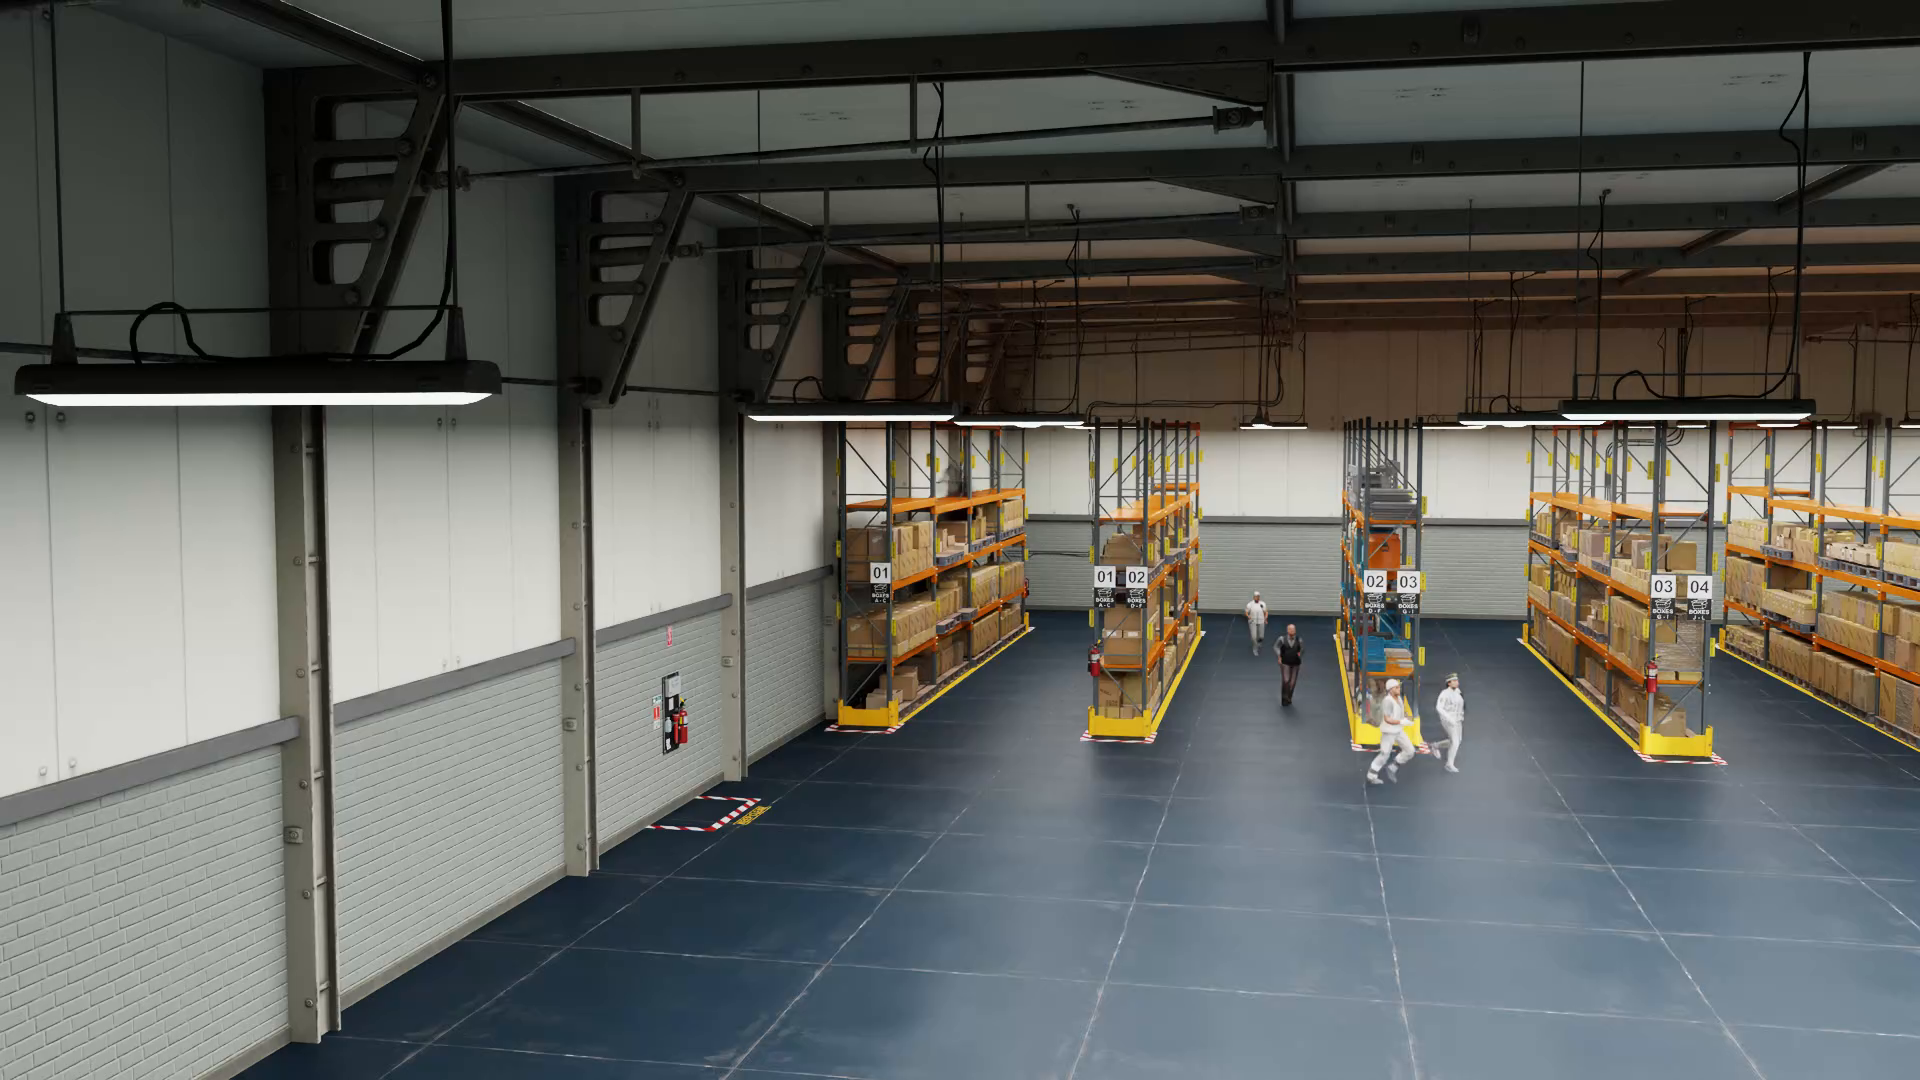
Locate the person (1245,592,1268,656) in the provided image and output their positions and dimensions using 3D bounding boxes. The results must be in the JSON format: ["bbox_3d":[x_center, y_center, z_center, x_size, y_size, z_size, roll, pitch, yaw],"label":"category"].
[{"bbox_3d":[7.634,2.148,42.808,0.609,1.629,0.555,0,4,2],"label":"person"}]

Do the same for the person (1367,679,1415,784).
[{"bbox_3d":[6.982,3.087,26.754,0.676,1.732,0.829,-4,5,-44],"label":"person"}]

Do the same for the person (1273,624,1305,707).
[{"bbox_3d":[6.886,2.624,34.671,0.631,1.727,0.711,0,4,0],"label":"person"}]

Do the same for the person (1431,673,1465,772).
[{"bbox_3d":[8.278,3.071,28.242,0.631,1.687,0.632,-3,5,-36],"label":"person"}]
